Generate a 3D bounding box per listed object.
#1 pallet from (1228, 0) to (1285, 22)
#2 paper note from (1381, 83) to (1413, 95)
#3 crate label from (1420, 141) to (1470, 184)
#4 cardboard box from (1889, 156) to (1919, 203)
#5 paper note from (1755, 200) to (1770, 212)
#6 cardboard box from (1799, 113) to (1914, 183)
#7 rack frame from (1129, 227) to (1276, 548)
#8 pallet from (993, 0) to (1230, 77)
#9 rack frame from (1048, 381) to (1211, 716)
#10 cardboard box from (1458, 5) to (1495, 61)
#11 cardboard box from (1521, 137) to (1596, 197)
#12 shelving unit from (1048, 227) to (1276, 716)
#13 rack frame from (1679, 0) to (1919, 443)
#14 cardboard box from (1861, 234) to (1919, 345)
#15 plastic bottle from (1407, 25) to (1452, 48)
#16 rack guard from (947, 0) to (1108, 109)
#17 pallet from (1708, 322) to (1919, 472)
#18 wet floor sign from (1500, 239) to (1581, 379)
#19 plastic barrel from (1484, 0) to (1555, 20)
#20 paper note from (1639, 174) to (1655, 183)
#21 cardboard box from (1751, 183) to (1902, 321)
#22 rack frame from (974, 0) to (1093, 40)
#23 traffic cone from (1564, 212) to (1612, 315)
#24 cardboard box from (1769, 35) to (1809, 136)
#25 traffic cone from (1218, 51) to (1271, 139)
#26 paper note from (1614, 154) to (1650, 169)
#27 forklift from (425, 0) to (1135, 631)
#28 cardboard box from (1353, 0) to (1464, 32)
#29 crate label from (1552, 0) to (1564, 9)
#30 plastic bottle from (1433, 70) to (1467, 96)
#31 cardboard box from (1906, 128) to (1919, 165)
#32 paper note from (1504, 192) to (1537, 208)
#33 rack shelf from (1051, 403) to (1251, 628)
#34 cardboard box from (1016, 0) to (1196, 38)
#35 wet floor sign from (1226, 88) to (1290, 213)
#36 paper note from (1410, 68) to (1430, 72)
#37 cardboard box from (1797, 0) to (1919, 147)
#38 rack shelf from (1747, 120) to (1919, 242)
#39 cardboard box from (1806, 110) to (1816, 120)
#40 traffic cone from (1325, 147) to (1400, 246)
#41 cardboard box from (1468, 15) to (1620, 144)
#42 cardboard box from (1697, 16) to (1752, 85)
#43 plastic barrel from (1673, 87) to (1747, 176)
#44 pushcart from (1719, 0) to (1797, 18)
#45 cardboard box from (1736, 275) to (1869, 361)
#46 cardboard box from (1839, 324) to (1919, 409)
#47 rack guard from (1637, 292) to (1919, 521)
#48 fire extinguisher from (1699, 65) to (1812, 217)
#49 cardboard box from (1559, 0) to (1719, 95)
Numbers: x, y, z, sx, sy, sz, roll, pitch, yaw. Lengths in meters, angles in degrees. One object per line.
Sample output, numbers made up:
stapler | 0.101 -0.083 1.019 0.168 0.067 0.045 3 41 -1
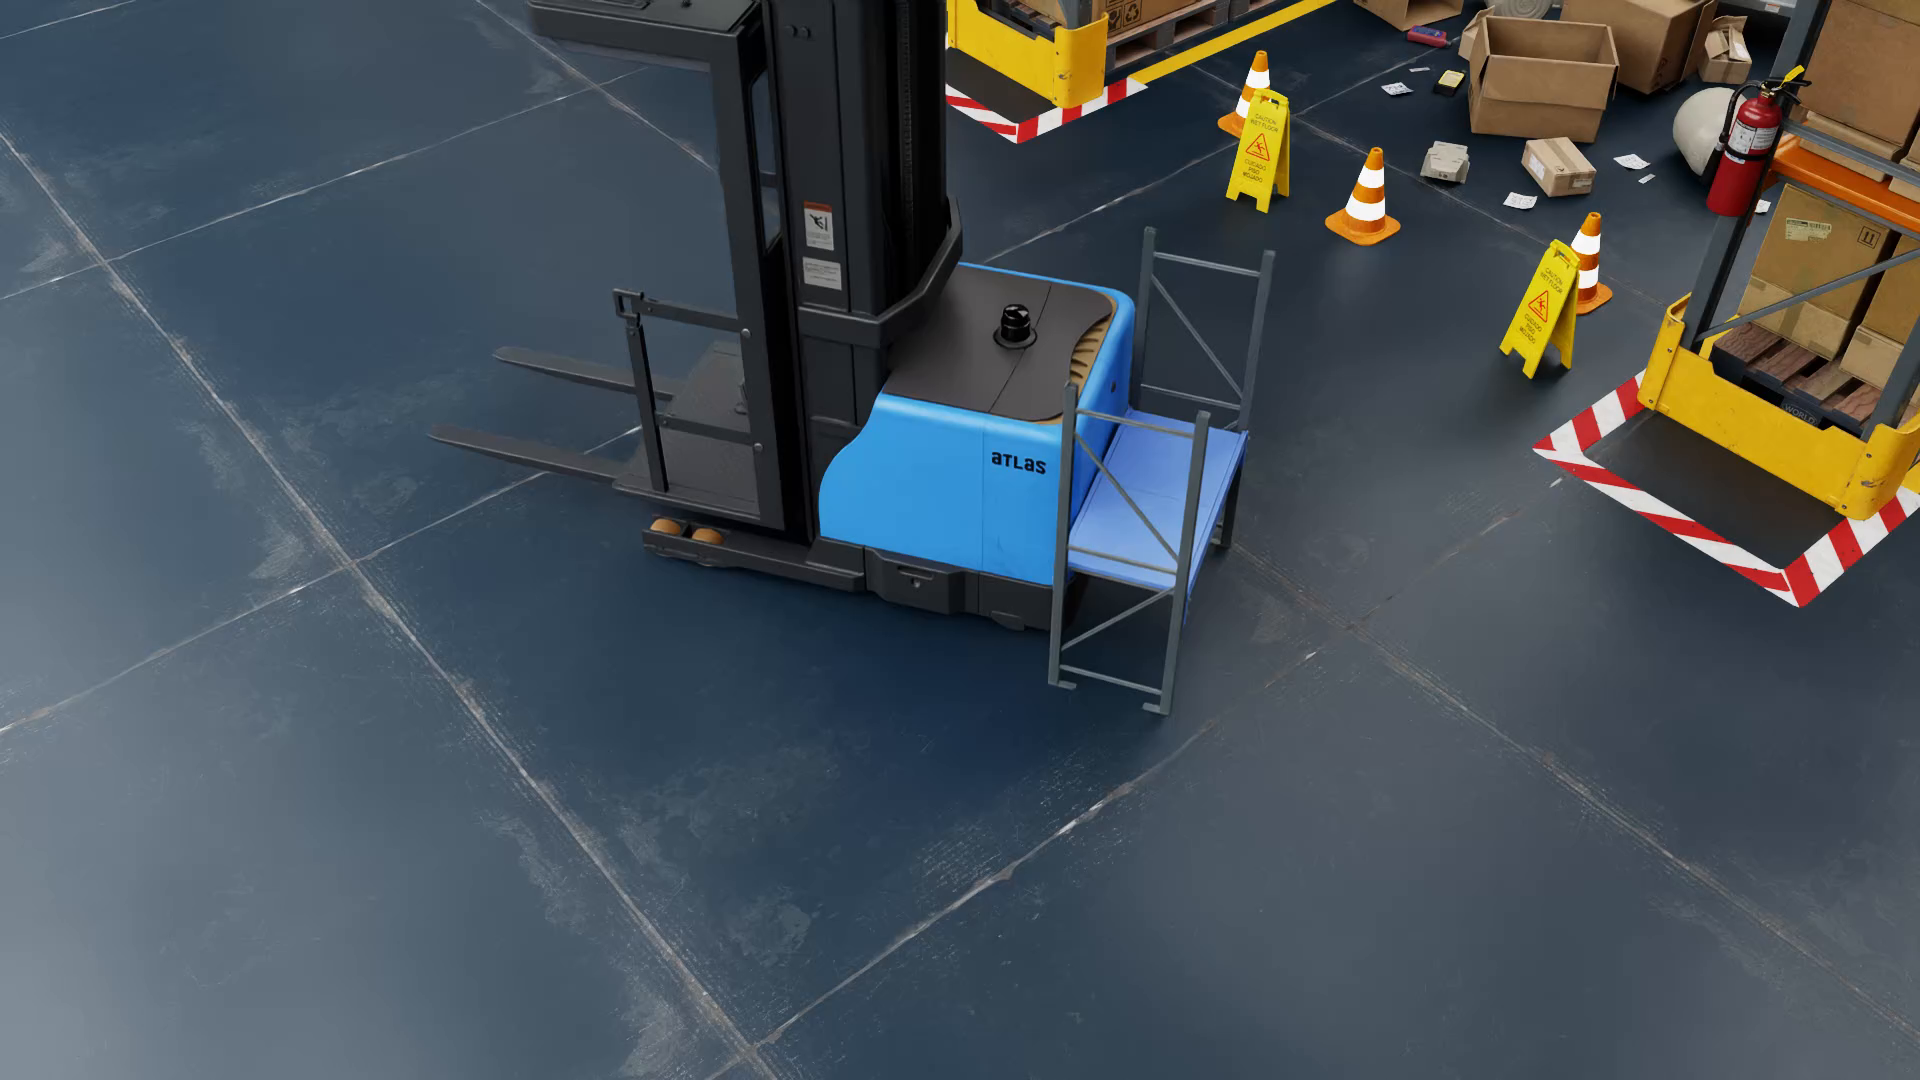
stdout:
pallet | 1.913 -3.973 11.326 1.213 0.211 1.003 -30 51 -28
paper note | 2.674 -2.760 10.168 0.142 0.017 0.144 -14 45 -14
crate label | 2.760 -2.144 9.432 0.250 0.136 0.298 14 45 15
cardboard box | 4.061 -1.458 6.795 0.250 0.149 0.380 -30 51 -28
paper note | 4.405 -1.862 9.210 0.142 0.019 0.148 22 47 21
cardboard box | 3.817 -1.694 7.046 0.250 0.149 0.380 -28 50 -27
rack frame | 0.939 -0.578 6.770 0.500 1.500 0.032 14 45 14
pallet | 0.977 -3.440 10.759 1.213 0.211 1.003 -30 51 -28
rack frame | 0.591 0.076 6.073 0.500 1.500 0.032 14 45 14
cardboard box | 3.346 -3.102 10.359 0.258 0.266 0.396 -21 47 -21
cardboard box | 3.376 -2.106 9.384 0.250 0.149 0.380 -7 44 -7
shelving unit | 0.765 -0.251 6.421 0.538 1.500 1.048 14 45 14
rack frame | 3.668 -1.509 6.666 0.127 3.000 1.000 -30 51 -28
cardboard box | 4.482 -1.153 7.441 0.500 0.500 0.500 -32 52 -29
plastic bottle | 3.014 -3.212 10.625 0.283 0.061 0.133 22 47 21
rack guard | 0.396 -3.143 10.231 0.348 0.500 1.175 -30 51 -28
pallet | 4.372 -0.865 8.016 1.213 0.211 1.003 -30 51 -28
wet floor sign | 2.835 -1.130 7.981 0.232 0.644 0.267 -14 45 -14
plastic barrel | 3.596 -3.578 10.751 0.421 0.421 0.512 0 43 0
paper note | 3.894 -2.048 9.424 0.123 0.001 0.032 -30 51 -28
cardboard box | 4.115 -1.422 7.727 0.500 0.500 0.500 -29 51 -28
rack frame | 0.414 -4.064 9.386 0.127 3.000 1.000 -30 51 -28
traffic cone | 3.170 -1.451 8.457 0.334 0.463 0.336 -30 51 -28
cardboard box | 5.041 -2.600 9.651 0.500 0.500 0.500 0 43 0
traffic cone | 1.733 -2.627 9.709 0.334 0.463 0.336 -30 51 -28
paper note | 3.863 -2.178 9.555 0.142 0.019 0.148 -14 45 -14
forklift | -0.849 -1.286 6.478 3.031 2.935 1.130 12 45 13
cardboard box | 2.950 -3.690 10.812 0.500 0.500 0.500 -21 47 -21
crate label | 3.997 -3.643 11.029 0.298 0.136 0.250 7 44 7
plastic bottle | 3.015 -2.821 10.209 0.133 0.061 0.283 22 47 21
cardboard box | 4.209 -1.717 6.596 0.500 0.500 0.500 -31 51 -28
paper note | 3.116 -1.888 9.237 0.148 0.019 0.142 22 47 21
rack shelf | 0.765 -0.120 6.545 0.538 0.185 1.000 14 45 14
cardboard box | 0.892 -3.775 10.324 0.875 0.875 0.875 -29 51 -28
wet floor sign | 1.662 -2.154 9.072 0.267 0.644 0.232 30 51 28
paper note | 2.866 -2.932 10.365 0.123 0.001 0.032 -7 44 -7
cardboard box | 3.907 -2.037 6.938 0.500 0.500 0.500 -31 51 -29
rack shelf | 5.202 -2.126 7.848 4.000 0.370 1.077 -30 51 -28
cardboard box | 3.940 -1.864 7.227 0.250 0.149 0.380 -30 51 -28
traffic cone | 2.197 -1.884 8.918 0.334 0.463 0.336 -30 51 -28
cardboard box | 3.391 -2.700 9.758 0.797 0.503 0.637 7 44 7
cardboard box | 4.734 -3.039 10.292 0.258 0.266 0.396 7 44 7
plastic barrel | 4.281 -2.272 9.360 0.421 0.421 0.512 0 43 0
pushcart | 5.235 -3.486 10.686 1.648 0.377 0.936 22 47 21
cardboard box | 4.133 -1.167 8.003 0.500 0.250 0.500 -30 51 -28
cardboard box | 4.464 -0.869 7.686 0.500 0.250 0.500 -30 51 -28
rack guard | 3.726 -0.632 7.557 0.348 0.500 1.175 -30 51 -28
fire extinguisher | 3.284 -1.673 6.897 0.183 0.674 0.296 -30 51 -28
cardboard box | 4.103 -3.165 10.153 0.503 0.637 0.797 -30 51 -28
